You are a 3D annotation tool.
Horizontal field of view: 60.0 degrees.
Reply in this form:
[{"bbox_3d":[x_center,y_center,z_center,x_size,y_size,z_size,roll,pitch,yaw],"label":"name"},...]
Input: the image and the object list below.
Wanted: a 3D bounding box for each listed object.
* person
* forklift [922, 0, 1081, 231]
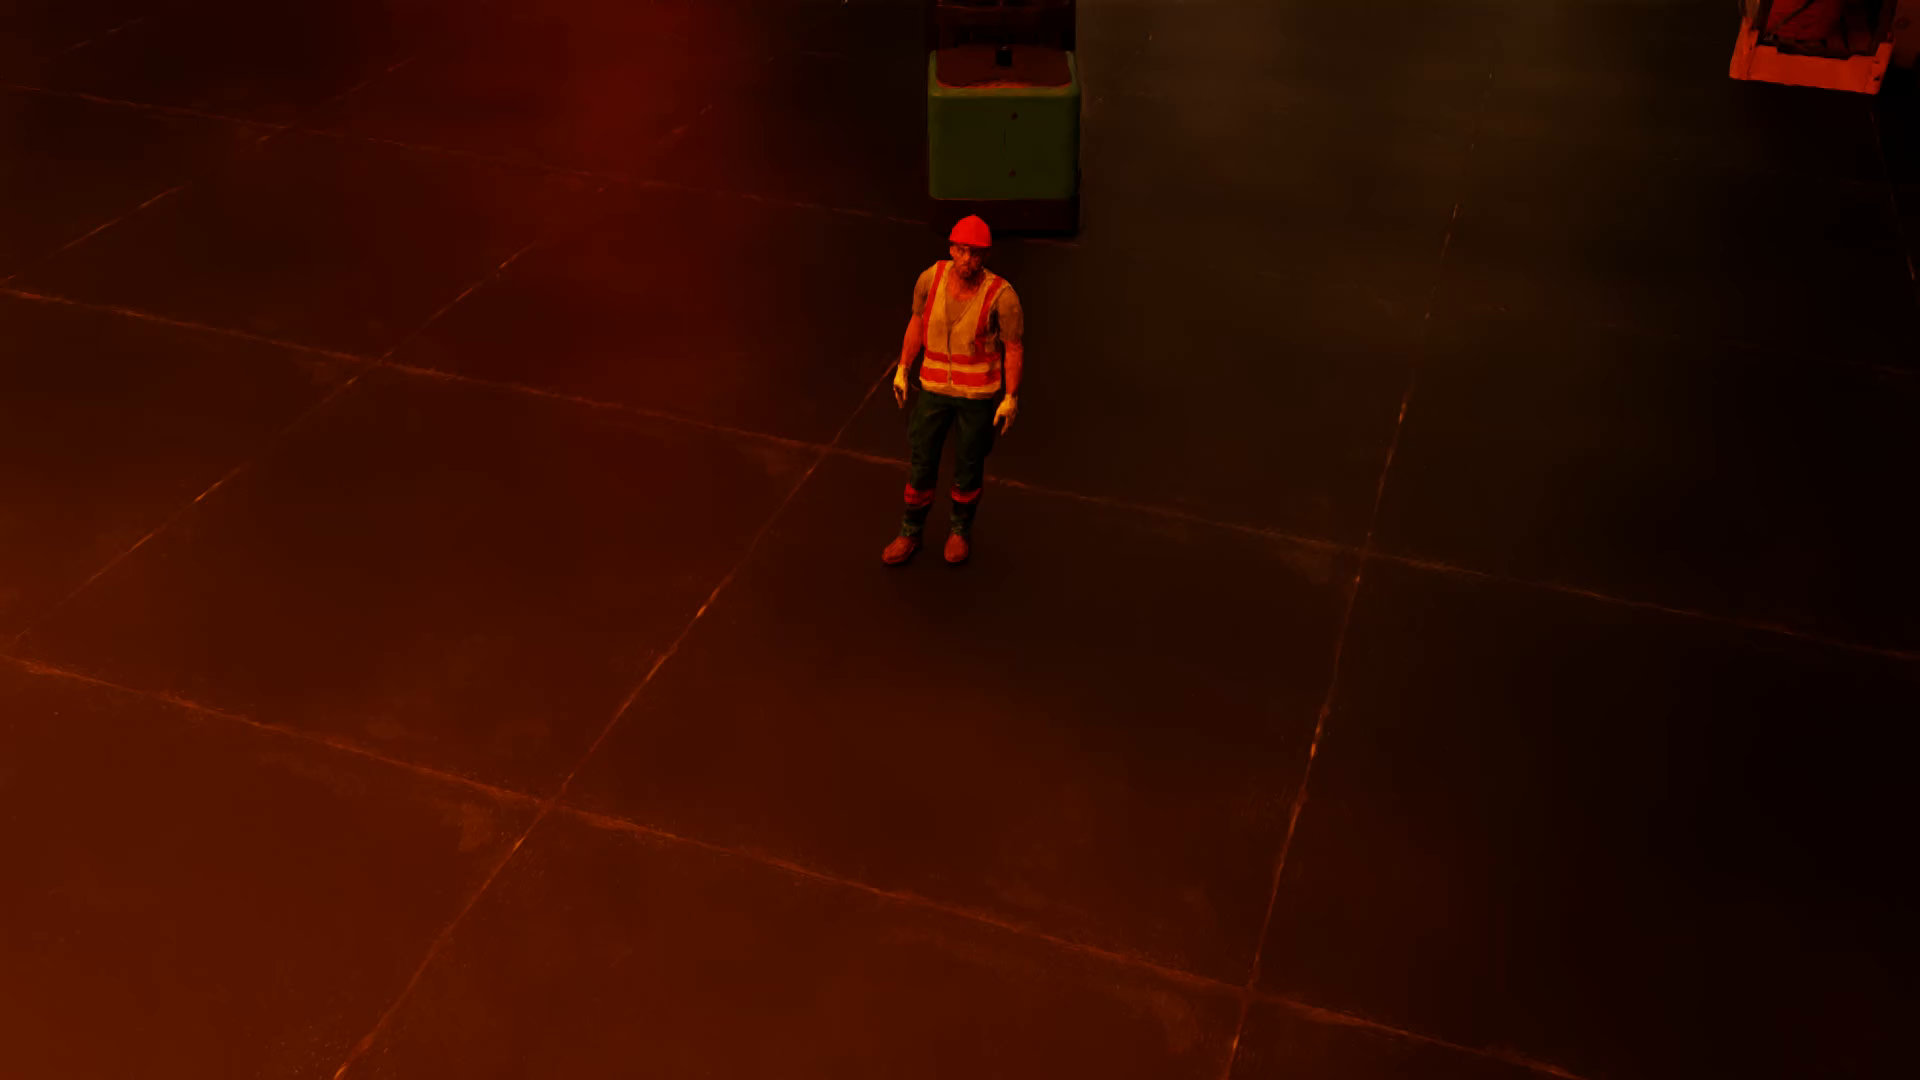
[{"bbox_3d":[-0.037,-0.694,8.065,0.637,1.787,0.563,12,37,16],"label":"person"},{"bbox_3d":[0.285,-4.155,11.972,1.130,2.935,3.031,0,35,0],"label":"forklift"}]
